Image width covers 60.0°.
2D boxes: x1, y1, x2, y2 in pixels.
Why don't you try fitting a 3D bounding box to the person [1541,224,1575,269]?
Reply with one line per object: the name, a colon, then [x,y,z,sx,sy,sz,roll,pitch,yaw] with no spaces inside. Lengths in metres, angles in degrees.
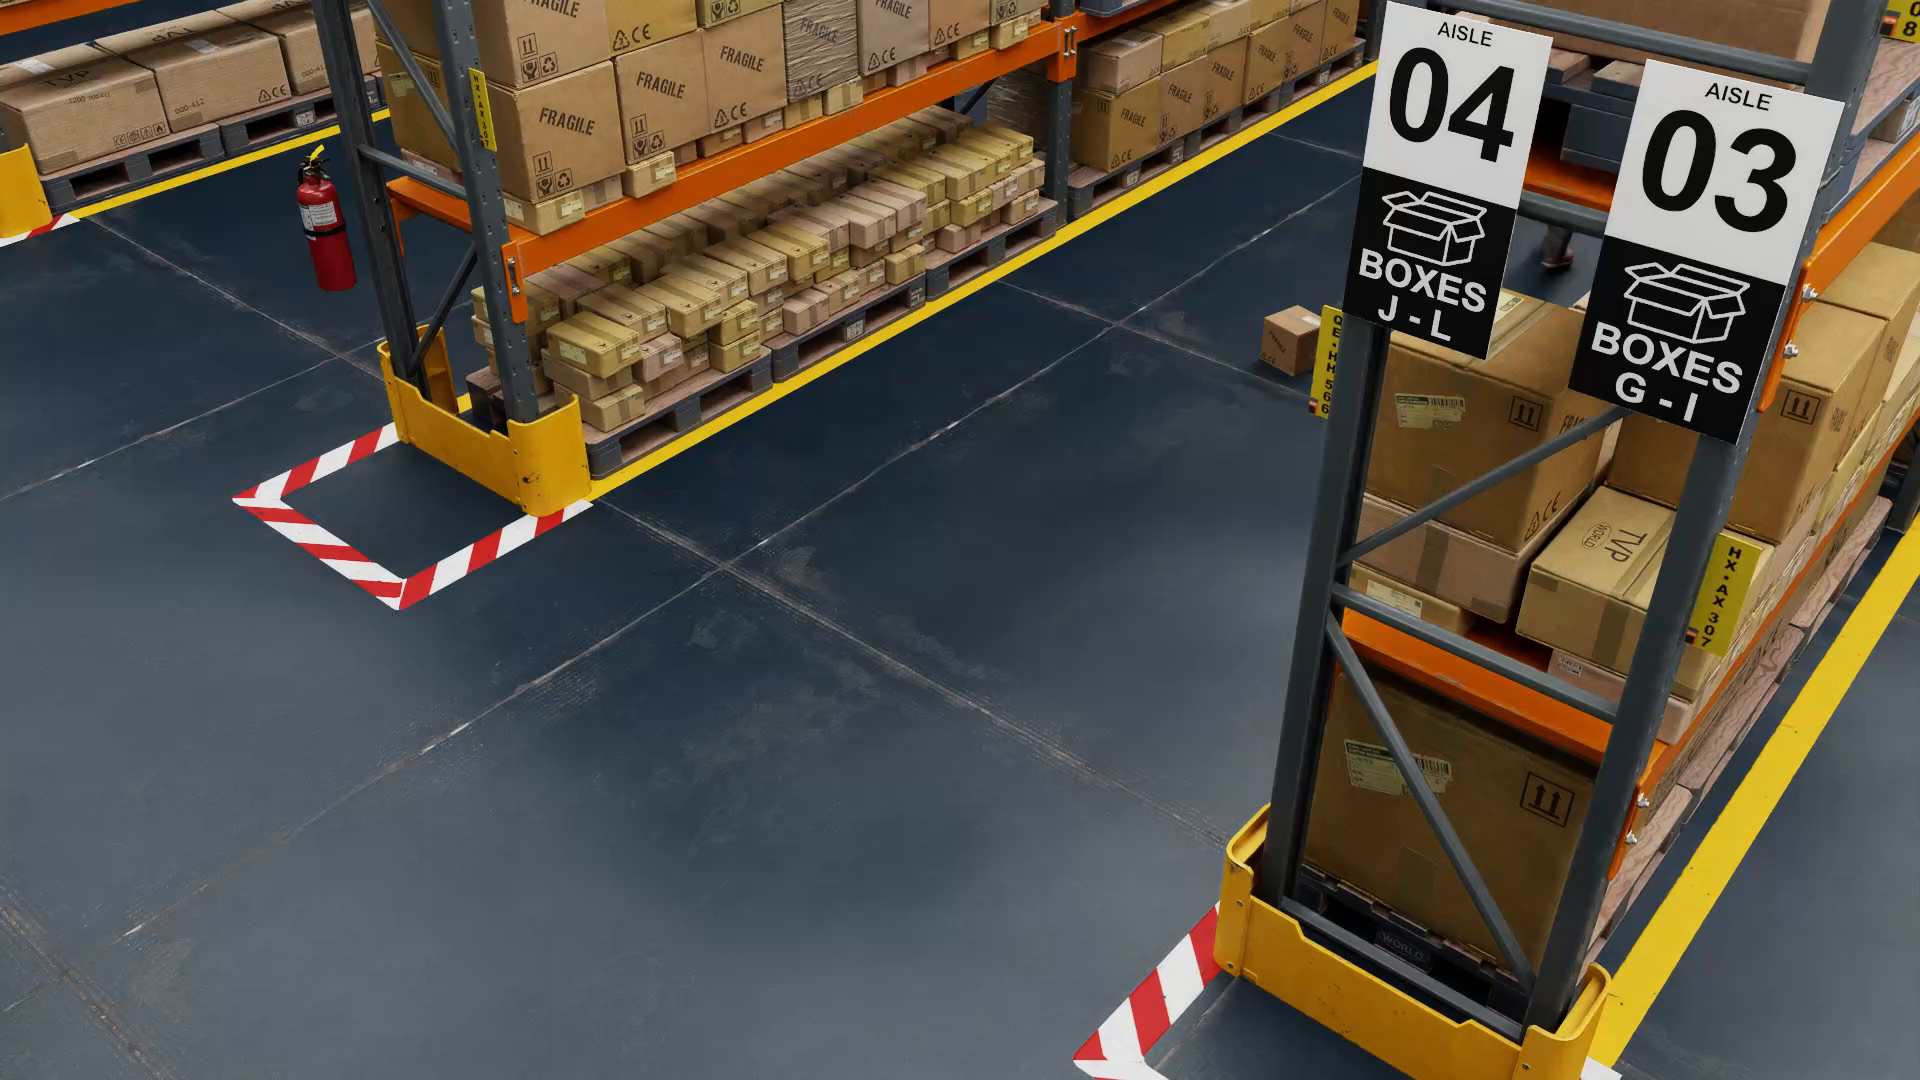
person: [3.623,-2.373,9.525,0.467,1.711,0.644,29,45,35]
